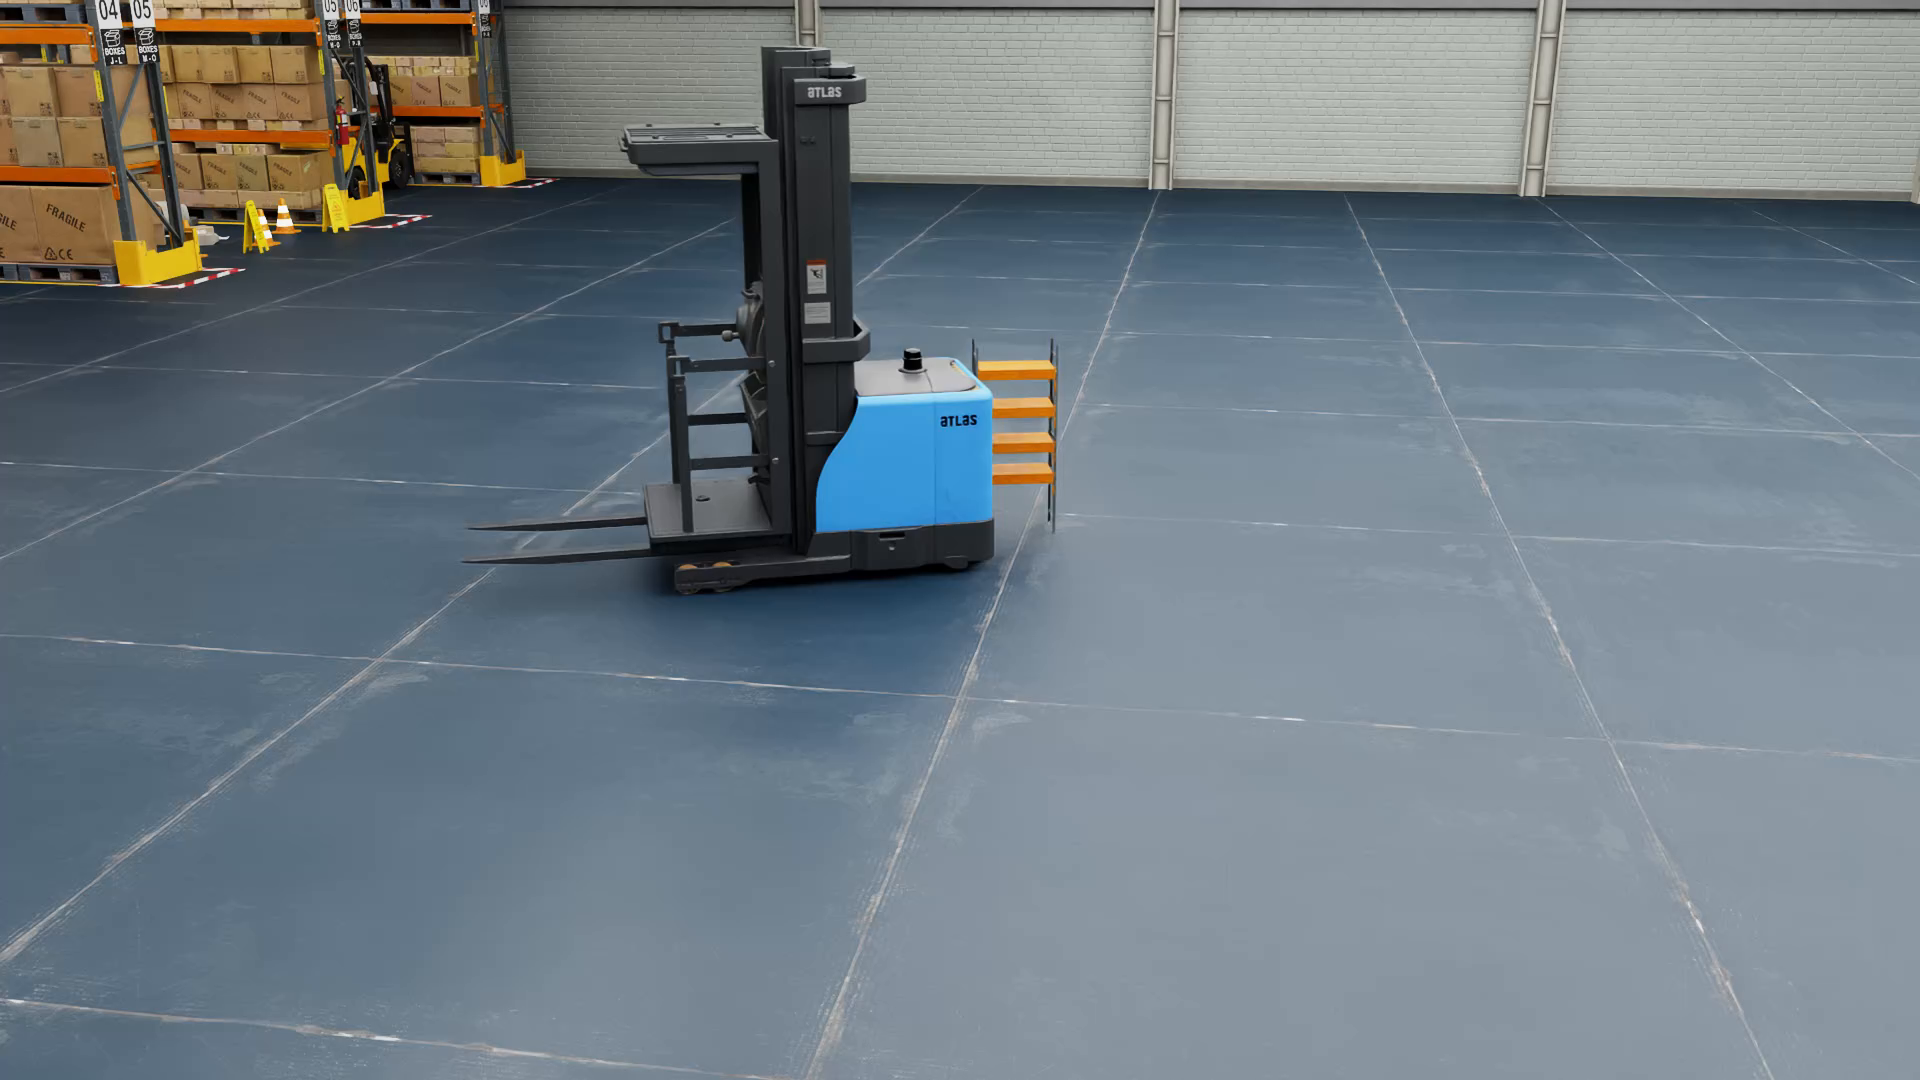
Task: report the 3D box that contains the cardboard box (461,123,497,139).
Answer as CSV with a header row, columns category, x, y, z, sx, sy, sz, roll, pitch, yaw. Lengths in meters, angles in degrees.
category,x,y,z,sx,sy,sz,roll,pitch,yaw
cardboard box,-8.373,-7.078,28.827,0.500,0.250,0.500,3,19,8

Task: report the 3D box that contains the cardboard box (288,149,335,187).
category,x,y,z,sx,sy,sz,roll,pitch,yaw
cardboard box,-9.489,-5.449,24.352,0.500,0.500,0.500,2,19,7

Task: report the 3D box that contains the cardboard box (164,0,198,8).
category,x,y,z,sx,sy,sz,roll,pitch,yaw
cardboard box,-10.769,-7.579,23.268,0.500,0.250,0.500,3,19,9

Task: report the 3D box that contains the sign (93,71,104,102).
category,x,y,z,sx,sy,sz,roll,pitch,yaw
sign,-9.498,-5.007,18.341,0.005,0.325,0.100,3,19,9

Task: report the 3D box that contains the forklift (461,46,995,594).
category,x,y,z,sx,sy,sz,roll,pitch,yaw
forklift,-1.369,-1.266,9.468,3.031,2.935,1.130,-4,19,-12

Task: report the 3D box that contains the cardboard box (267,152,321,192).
category,x,y,z,sx,sy,sz,roll,pitch,yaw
cardboard box,-9.545,-5.280,23.845,0.500,0.500,0.500,3,19,9

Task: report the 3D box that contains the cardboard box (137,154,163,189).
category,x,y,z,sx,sy,sz,roll,pitch,yaw
cardboard box,-11.592,-5.385,24.160,0.500,0.500,0.500,4,19,11

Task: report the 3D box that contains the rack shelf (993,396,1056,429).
category,x,y,z,sx,sy,sz,roll,pitch,yaw
rack shelf,0.335,-0.784,10.263,0.480,0.148,0.258,-2,19,-5

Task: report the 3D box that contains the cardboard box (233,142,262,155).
category,x,y,z,sx,sy,sz,roll,pitch,yaw
cardboard box,-10.166,-5.599,23.775,0.250,0.149,0.380,3,19,10

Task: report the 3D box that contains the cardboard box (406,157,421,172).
category,x,y,z,sx,sy,sz,roll,pitch,yaw
cardboard box,-9.425,-6.501,28.678,0.500,0.250,0.500,3,19,9

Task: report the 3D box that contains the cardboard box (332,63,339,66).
category,x,y,z,sx,sy,sz,roll,pitch,yaw
cardboard box,-10.586,-8.169,28.343,0.250,0.149,0.380,3,19,8

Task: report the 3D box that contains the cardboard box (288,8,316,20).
category,x,y,z,sx,sy,sz,roll,pitch,yaw
cardboard box,-9.109,-7.304,23.074,0.250,0.149,0.380,3,19,9

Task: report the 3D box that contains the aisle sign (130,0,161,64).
category,x,y,z,sx,sy,sz,roll,pitch,yaw
aisle sign,-9.280,-5.838,18.926,0.004,0.787,0.394,3,19,9

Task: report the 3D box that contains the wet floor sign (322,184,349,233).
category,x,y,z,sx,sy,sz,roll,pitch,yaw
wet floor sign,-8.695,-4.609,23.061,0.232,0.644,0.267,10,21,27

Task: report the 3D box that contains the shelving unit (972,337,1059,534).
category,x,y,z,sx,sy,sz,roll,pitch,yaw
shelving unit,0.335,-0.636,10.313,0.503,1.200,0.258,-2,19,-5

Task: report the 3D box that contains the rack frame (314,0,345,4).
category,x,y,z,sx,sy,sz,roll,pitch,yaw
rack frame,-8.712,-8.915,22.766,0.127,3.000,1.000,3,19,9

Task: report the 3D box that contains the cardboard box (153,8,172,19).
category,x,y,z,sx,sy,sz,roll,pitch,yaw
cardboard box,-11.134,-7.390,23.331,0.250,0.149,0.380,3,19,8

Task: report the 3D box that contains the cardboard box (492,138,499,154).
category,x,y,z,sx,sy,sz,roll,pitch,yaw
cardboard box,-8.360,-6.847,28.922,0.500,0.250,0.500,3,19,10

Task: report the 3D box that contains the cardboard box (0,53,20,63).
category,x,y,z,sx,sy,sz,roll,pitch,yaw
cardboard box,-13.836,-6.950,24.037,0.250,0.149,0.380,2,19,7

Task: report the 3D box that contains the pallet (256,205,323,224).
category,x,y,z,sx,sy,sz,roll,pitch,yaw
pallet,-9.584,-4.804,24.327,1.213,0.211,1.003,3,19,9

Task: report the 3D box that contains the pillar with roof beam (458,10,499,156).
category,x,y,z,sx,sy,sz,roll,pitch,yaw
pillar with roof beam,-9.156,-9.439,24.332,0.400,9.000,9.100,3,19,9

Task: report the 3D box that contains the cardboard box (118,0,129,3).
category,x,y,z,sx,sy,sz,roll,pitch,yaw
cardboard box,-9.685,-6.182,18.901,0.250,0.149,0.380,3,19,9

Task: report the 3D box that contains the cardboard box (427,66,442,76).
category,x,y,z,sx,sy,sz,roll,pitch,yaw
cardboard box,-8.819,-7.946,28.144,0.250,0.149,0.380,3,19,10

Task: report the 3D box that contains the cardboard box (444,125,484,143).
category,x,y,z,sx,sy,sz,roll,pitch,yaw
cardboard box,-8.433,-6.920,28.355,0.500,0.250,0.500,4,19,10

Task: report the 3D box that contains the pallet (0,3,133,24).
category,x,y,z,sx,sy,sz,roll,pitch,yaw
pallet,-10.132,-5.929,18.708,1.213,0.211,1.003,3,19,9

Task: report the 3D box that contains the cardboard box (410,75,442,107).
category,x,y,z,sx,sy,sz,roll,pitch,yaw
cardboard box,-8.967,-7.645,28.265,0.500,0.500,0.500,4,19,10

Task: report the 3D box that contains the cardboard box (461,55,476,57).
category,x,y,z,sx,sy,sz,roll,pitch,yaw
cardboard box,-8.479,-8.239,28.550,0.250,0.149,0.380,4,19,11

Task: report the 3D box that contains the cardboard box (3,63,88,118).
category,x,y,z,sx,sy,sz,roll,pitch,yaw
cardboard box,-10.316,-5.127,18.962,0.550,0.550,0.875,3,19,9

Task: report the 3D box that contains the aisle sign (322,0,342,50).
category,x,y,z,sx,sy,sz,roll,pitch,yaw
aisle sign,-8.697,-7.209,23.025,0.004,0.787,0.394,3,19,9

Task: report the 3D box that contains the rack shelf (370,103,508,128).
category,x,y,z,sx,sy,sz,roll,pitch,yaw
rack shelf,-9.903,-7.385,28.781,4.000,0.370,1.077,3,19,9

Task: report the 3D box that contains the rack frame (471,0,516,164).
category,x,y,z,sx,sy,sz,roll,pitch,yaw
rack frame,-7.929,-7.626,28.366,0.127,3.000,1.000,3,19,9

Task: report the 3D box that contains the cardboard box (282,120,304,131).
category,x,y,z,sx,sy,sz,roll,pitch,yaw
cardboard box,-9.383,-5.881,23.548,0.250,0.149,0.380,3,19,8

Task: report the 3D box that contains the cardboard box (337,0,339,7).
category,x,y,z,sx,sy,sz,roll,pitch,yaw
cardboard box,-9.167,-7.672,23.544,0.500,0.250,0.500,3,19,8

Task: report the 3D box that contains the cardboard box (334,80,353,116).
category,x,y,z,sx,sy,sz,roll,pitch,yaw
cardboard box,-9.136,-6.370,23.986,0.500,0.500,0.500,3,19,8

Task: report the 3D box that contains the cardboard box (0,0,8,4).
category,x,y,z,sx,sy,sz,roll,pitch,yaw
cardboard box,-10.532,-6.014,18.398,0.250,0.149,0.380,3,19,9

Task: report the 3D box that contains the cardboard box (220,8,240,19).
category,x,y,z,sx,sy,sz,roll,pitch,yaw
cardboard box,-10.110,-7.362,23.246,0.250,0.149,0.380,3,19,8

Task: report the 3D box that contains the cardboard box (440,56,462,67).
category,x,y,z,sx,sy,sz,roll,pitch,yaw
cardboard box,-8.564,-8.076,28.065,0.250,0.149,0.380,3,19,9

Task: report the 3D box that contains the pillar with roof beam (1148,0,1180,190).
category,x,y,z,sx,sy,sz,roll,pitch,yaw
pillar with roof beam,2.692,-8.835,22.527,0.400,9.000,9.100,3,19,9

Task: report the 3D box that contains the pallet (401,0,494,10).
category,x,y,z,sx,sy,sz,roll,pitch,yaw
pallet,-8.623,-9.050,28.035,1.213,0.211,1.003,3,19,9

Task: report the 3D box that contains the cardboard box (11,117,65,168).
category,x,y,z,sx,sy,sz,roll,pitch,yaw
cardboard box,-10.318,-4.611,19.120,0.550,0.550,0.875,3,19,9

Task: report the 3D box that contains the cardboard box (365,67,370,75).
category,x,y,z,sx,sy,sz,roll,pitch,yaw
cardboard box,-10.082,-7.999,28.304,0.250,0.149,0.380,3,19,8

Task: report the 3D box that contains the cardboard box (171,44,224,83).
category,x,y,z,sx,sy,sz,roll,pitch,yaw
cardboard box,-10.740,-6.780,23.638,0.500,0.500,0.700,3,19,8

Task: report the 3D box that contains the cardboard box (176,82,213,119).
category,x,y,z,sx,sy,sz,roll,pitch,yaw
cardboard box,-10.777,-6.284,23.731,0.500,0.500,0.500,3,19,9

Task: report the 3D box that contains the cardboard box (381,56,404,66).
category,x,y,z,sx,sy,sz,roll,pitch,yaw
cardboard box,-9.592,-8.107,28.155,0.250,0.149,0.380,3,19,10

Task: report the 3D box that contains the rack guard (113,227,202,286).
category,x,y,z,sx,sy,sz,roll,pitch,yaw
rack guard,-9.374,-3.328,19.461,0.348,0.500,1.175,3,19,9

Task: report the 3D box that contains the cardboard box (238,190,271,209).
category,x,y,z,sx,sy,sz,roll,pitch,yaw
cardboard box,-10.063,-4.951,24.043,0.500,0.250,0.500,3,19,9

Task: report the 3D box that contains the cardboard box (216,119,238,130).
category,x,y,z,sx,sy,sz,roll,pitch,yaw
cardboard box,-10.390,-5.945,23.741,0.250,0.149,0.380,3,19,8

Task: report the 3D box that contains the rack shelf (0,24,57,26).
category,x,y,z,sx,sy,sz,roll,pitch,yaw
rack shelf,-14.636,-7.454,24.259,4.000,0.370,1.077,3,19,9

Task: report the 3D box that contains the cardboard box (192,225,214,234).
category,x,y,z,sx,sy,sz,roll,pitch,yaw
cardboard box,-10.326,-4.152,22.476,0.250,0.149,0.380,14,23,37

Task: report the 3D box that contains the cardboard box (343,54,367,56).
category,x,y,z,sx,sy,sz,roll,pitch,yaw
cardboard box,-10.500,-8.355,28.896,0.250,0.149,0.380,3,19,8

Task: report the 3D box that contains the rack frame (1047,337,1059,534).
category,x,y,z,sx,sy,sz,roll,pitch,yaw
rack frame,0.578,-0.644,10.336,0.015,1.200,0.240,-2,19,-5
